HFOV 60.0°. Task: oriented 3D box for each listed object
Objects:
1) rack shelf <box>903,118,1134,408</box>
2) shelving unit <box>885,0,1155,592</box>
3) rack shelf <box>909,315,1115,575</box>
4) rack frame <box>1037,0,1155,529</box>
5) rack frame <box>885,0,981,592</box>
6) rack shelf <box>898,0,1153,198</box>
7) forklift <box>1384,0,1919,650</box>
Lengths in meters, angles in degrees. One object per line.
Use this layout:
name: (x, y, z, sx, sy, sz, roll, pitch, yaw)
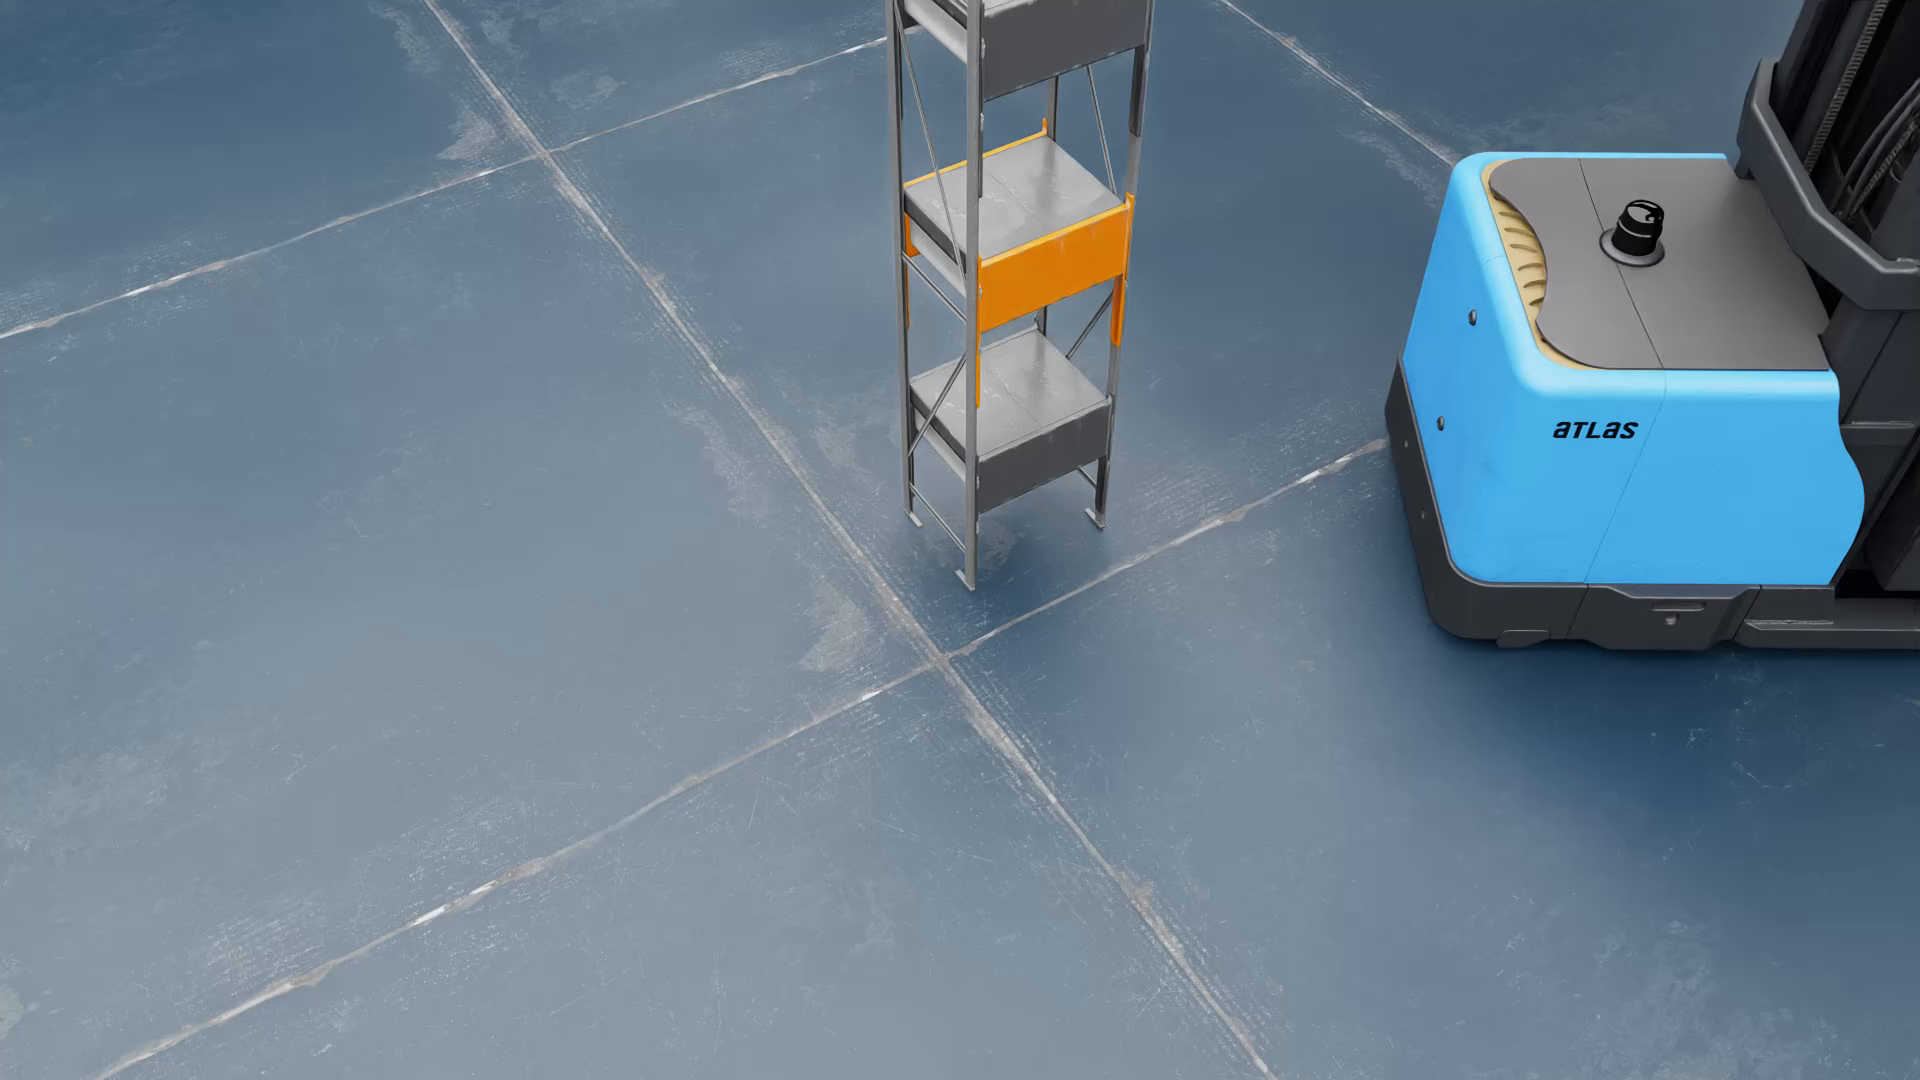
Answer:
rack shelf: (0.140, -0.755, 4.535, 0.480, 0.518, 0.431, -25, 53, -21)
shelving unit: (0.140, -0.764, 4.525, 0.503, 2.100, 0.431, -25, 53, -21)
rack shelf: (0.140, -0.290, 5.058, 0.480, 0.518, 0.431, -25, 53, -21)
rack frame: (0.346, -0.861, 4.611, 0.015, 2.100, 0.400, -25, 53, -21)
rack frame: (-0.066, -0.667, 4.438, 0.015, 2.100, 0.400, -25, 53, -21)
rack shelf: (0.140, -1.221, 4.012, 0.480, 0.518, 0.431, -25, 53, -21)
forklift: (2.922, -1.019, 4.195, 3.031, 2.935, 1.130, 0, 48, 0)
